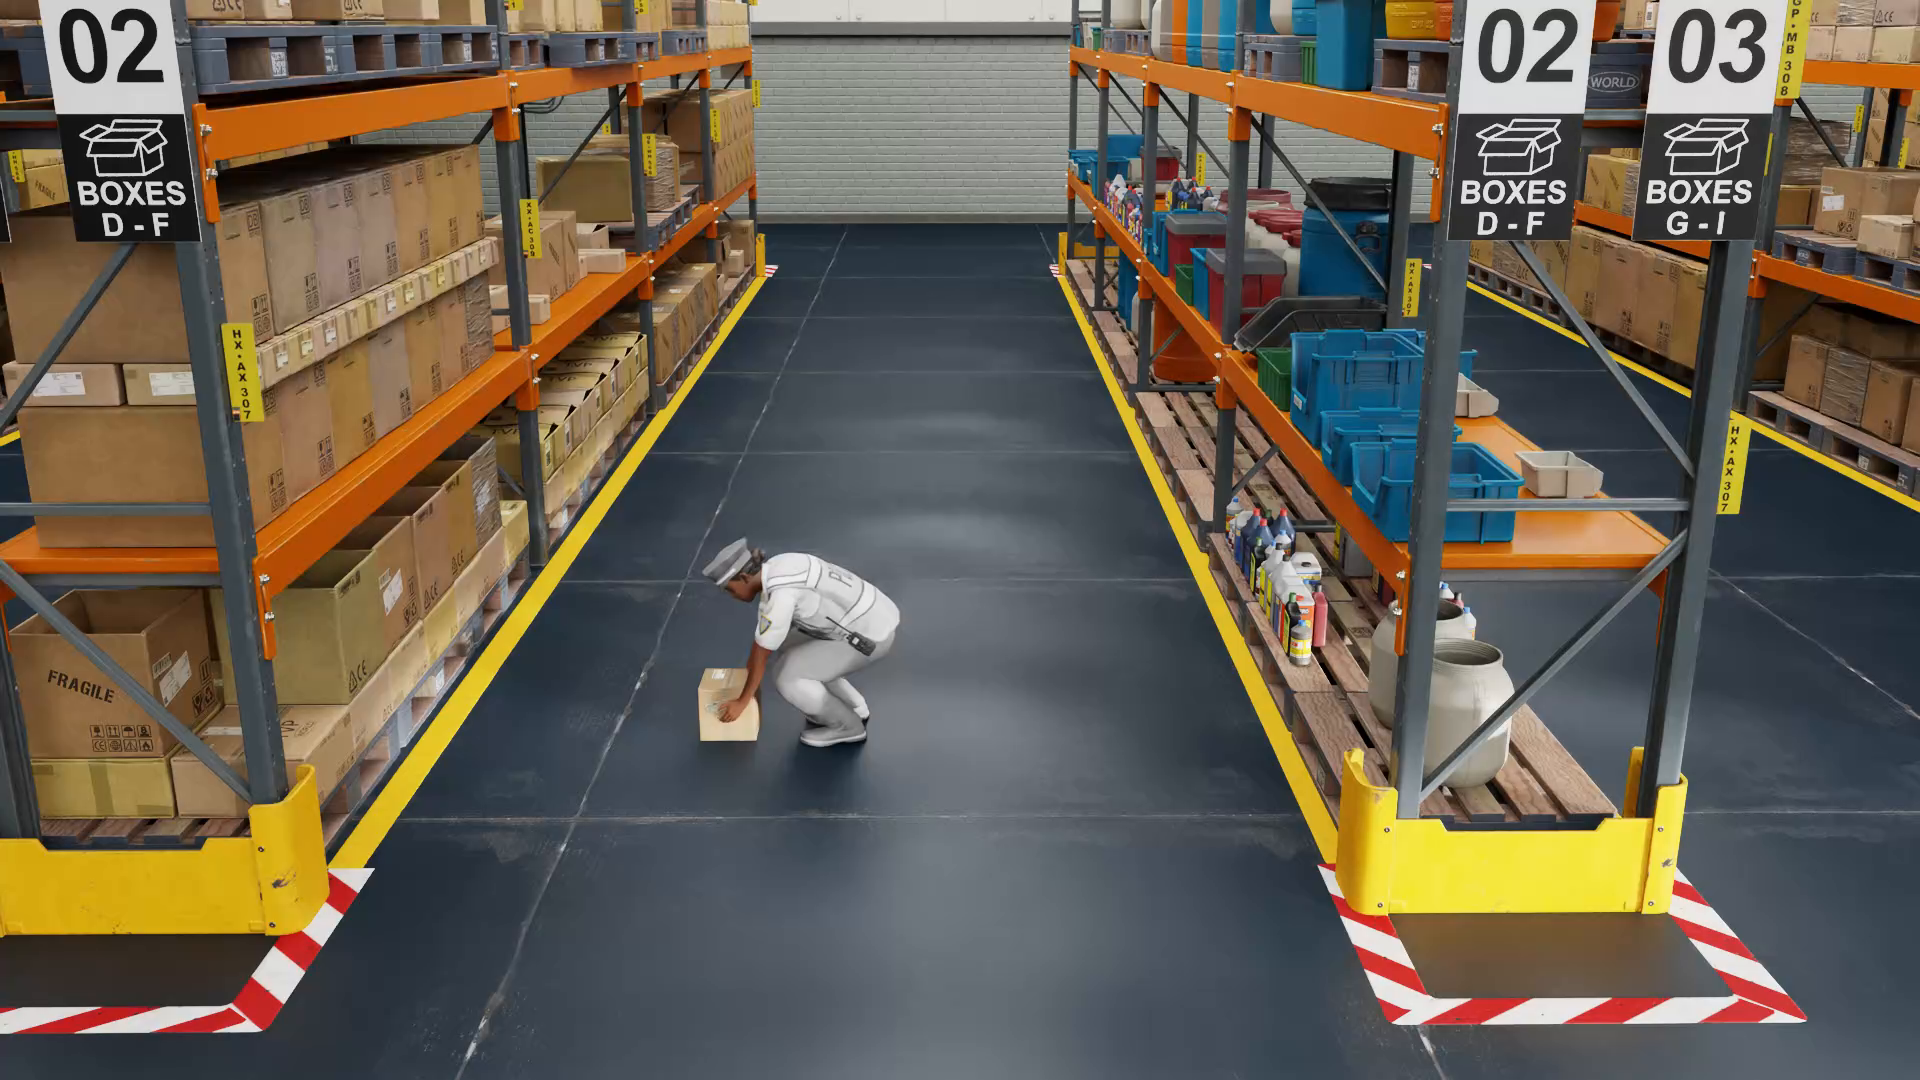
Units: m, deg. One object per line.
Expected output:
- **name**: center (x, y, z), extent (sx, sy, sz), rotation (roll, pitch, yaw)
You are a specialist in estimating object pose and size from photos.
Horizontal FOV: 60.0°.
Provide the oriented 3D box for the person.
- **person**: center (-0.699, 0.431, 7.407), extent (0.863, 0.931, 0.479), rotation (0, 17, -1)
